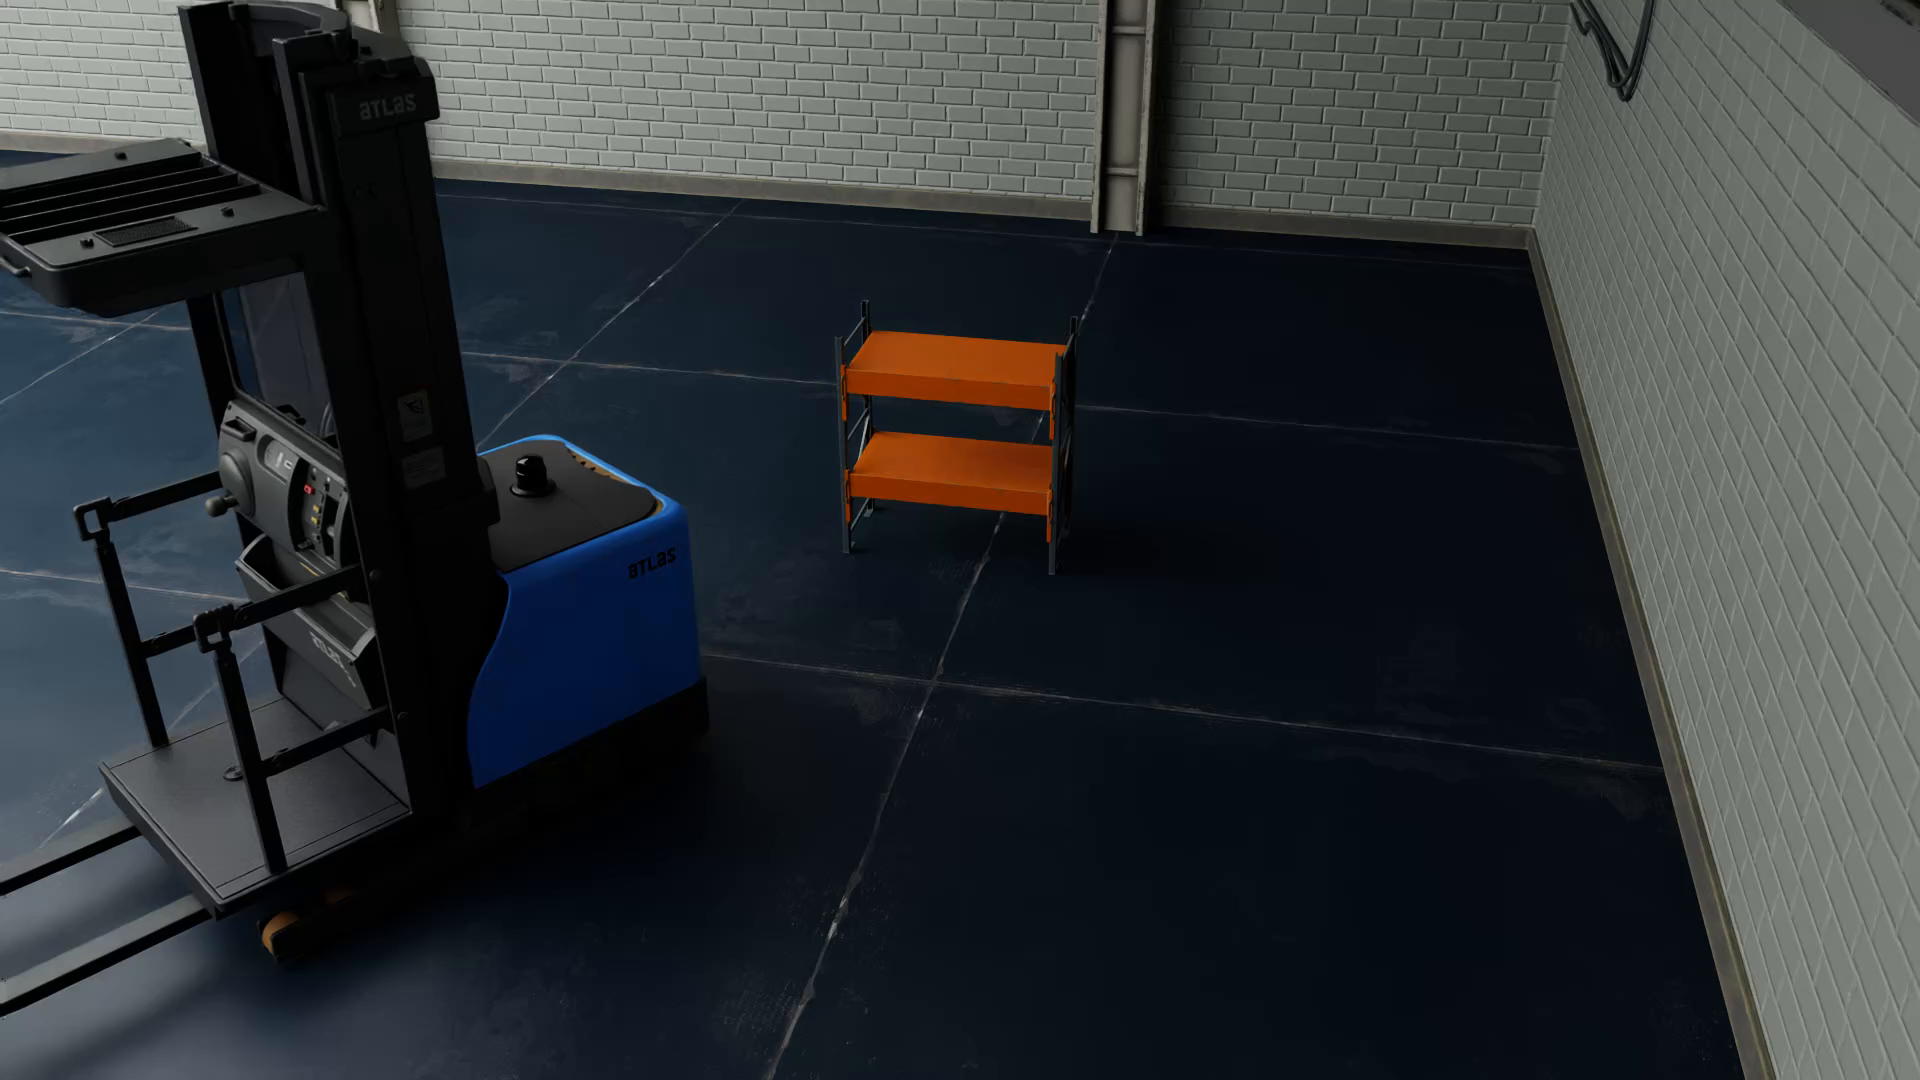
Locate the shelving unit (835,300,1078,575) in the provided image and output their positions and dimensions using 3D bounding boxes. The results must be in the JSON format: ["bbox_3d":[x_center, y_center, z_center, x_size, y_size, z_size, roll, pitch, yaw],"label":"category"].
[{"bbox_3d":[-0.007,-0.494,7.981,1.048,1.125,0.538,6,29,11],"label":"shelving unit"}]

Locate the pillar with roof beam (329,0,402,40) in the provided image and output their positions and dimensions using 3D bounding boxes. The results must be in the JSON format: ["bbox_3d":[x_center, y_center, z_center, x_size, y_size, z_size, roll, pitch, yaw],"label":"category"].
[{"bbox_3d":[-5.563,-4.885,7.802,0.400,9.000,9.100,6,29,11],"label":"pillar with roof beam"}]

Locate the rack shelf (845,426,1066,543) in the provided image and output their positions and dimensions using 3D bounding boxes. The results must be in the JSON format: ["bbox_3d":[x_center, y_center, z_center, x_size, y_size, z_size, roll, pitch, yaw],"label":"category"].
[{"bbox_3d":[-0.007,-0.280,8.099,1.000,0.278,0.538,6,29,11],"label":"rack shelf"}]

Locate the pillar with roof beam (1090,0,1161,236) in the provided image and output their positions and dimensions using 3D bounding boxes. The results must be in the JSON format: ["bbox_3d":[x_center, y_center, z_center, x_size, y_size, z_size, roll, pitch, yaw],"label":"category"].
[{"bbox_3d":[0.305,-4.283,6.703,0.400,9.000,9.100,6,29,11],"label":"pillar with roof beam"}]

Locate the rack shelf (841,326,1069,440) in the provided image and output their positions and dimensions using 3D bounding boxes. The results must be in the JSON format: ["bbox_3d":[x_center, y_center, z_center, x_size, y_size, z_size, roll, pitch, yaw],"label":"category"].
[{"bbox_3d":[-0.007,-0.751,7.841,1.000,0.278,0.538,6,29,11],"label":"rack shelf"}]

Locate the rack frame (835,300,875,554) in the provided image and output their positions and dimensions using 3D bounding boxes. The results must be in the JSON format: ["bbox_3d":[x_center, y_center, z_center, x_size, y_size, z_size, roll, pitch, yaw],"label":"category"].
[{"bbox_3d":[-0.504,-0.545,8.074,0.032,1.125,0.500,6,29,11],"label":"rack frame"}]

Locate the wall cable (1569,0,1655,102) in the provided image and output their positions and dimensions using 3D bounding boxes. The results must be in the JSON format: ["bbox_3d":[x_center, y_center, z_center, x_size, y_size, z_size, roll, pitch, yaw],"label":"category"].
[{"bbox_3d":[3.809,-4.027,9.468,0.112,2.526,3.097,6,29,11],"label":"wall cable"}]

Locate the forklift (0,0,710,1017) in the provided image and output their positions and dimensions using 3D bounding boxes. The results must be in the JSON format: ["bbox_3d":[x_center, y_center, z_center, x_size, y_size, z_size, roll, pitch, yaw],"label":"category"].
[{"bbox_3d":[-2.419,-0.140,5.454,3.031,2.935,1.130,-25,37,-38],"label":"forklift"}]

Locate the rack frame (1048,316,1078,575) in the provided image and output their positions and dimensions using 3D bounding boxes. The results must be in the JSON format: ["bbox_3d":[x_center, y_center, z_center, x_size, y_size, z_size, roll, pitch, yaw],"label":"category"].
[{"bbox_3d":[0.491,-0.443,7.888,0.032,1.125,0.500,6,29,11],"label":"rack frame"}]
